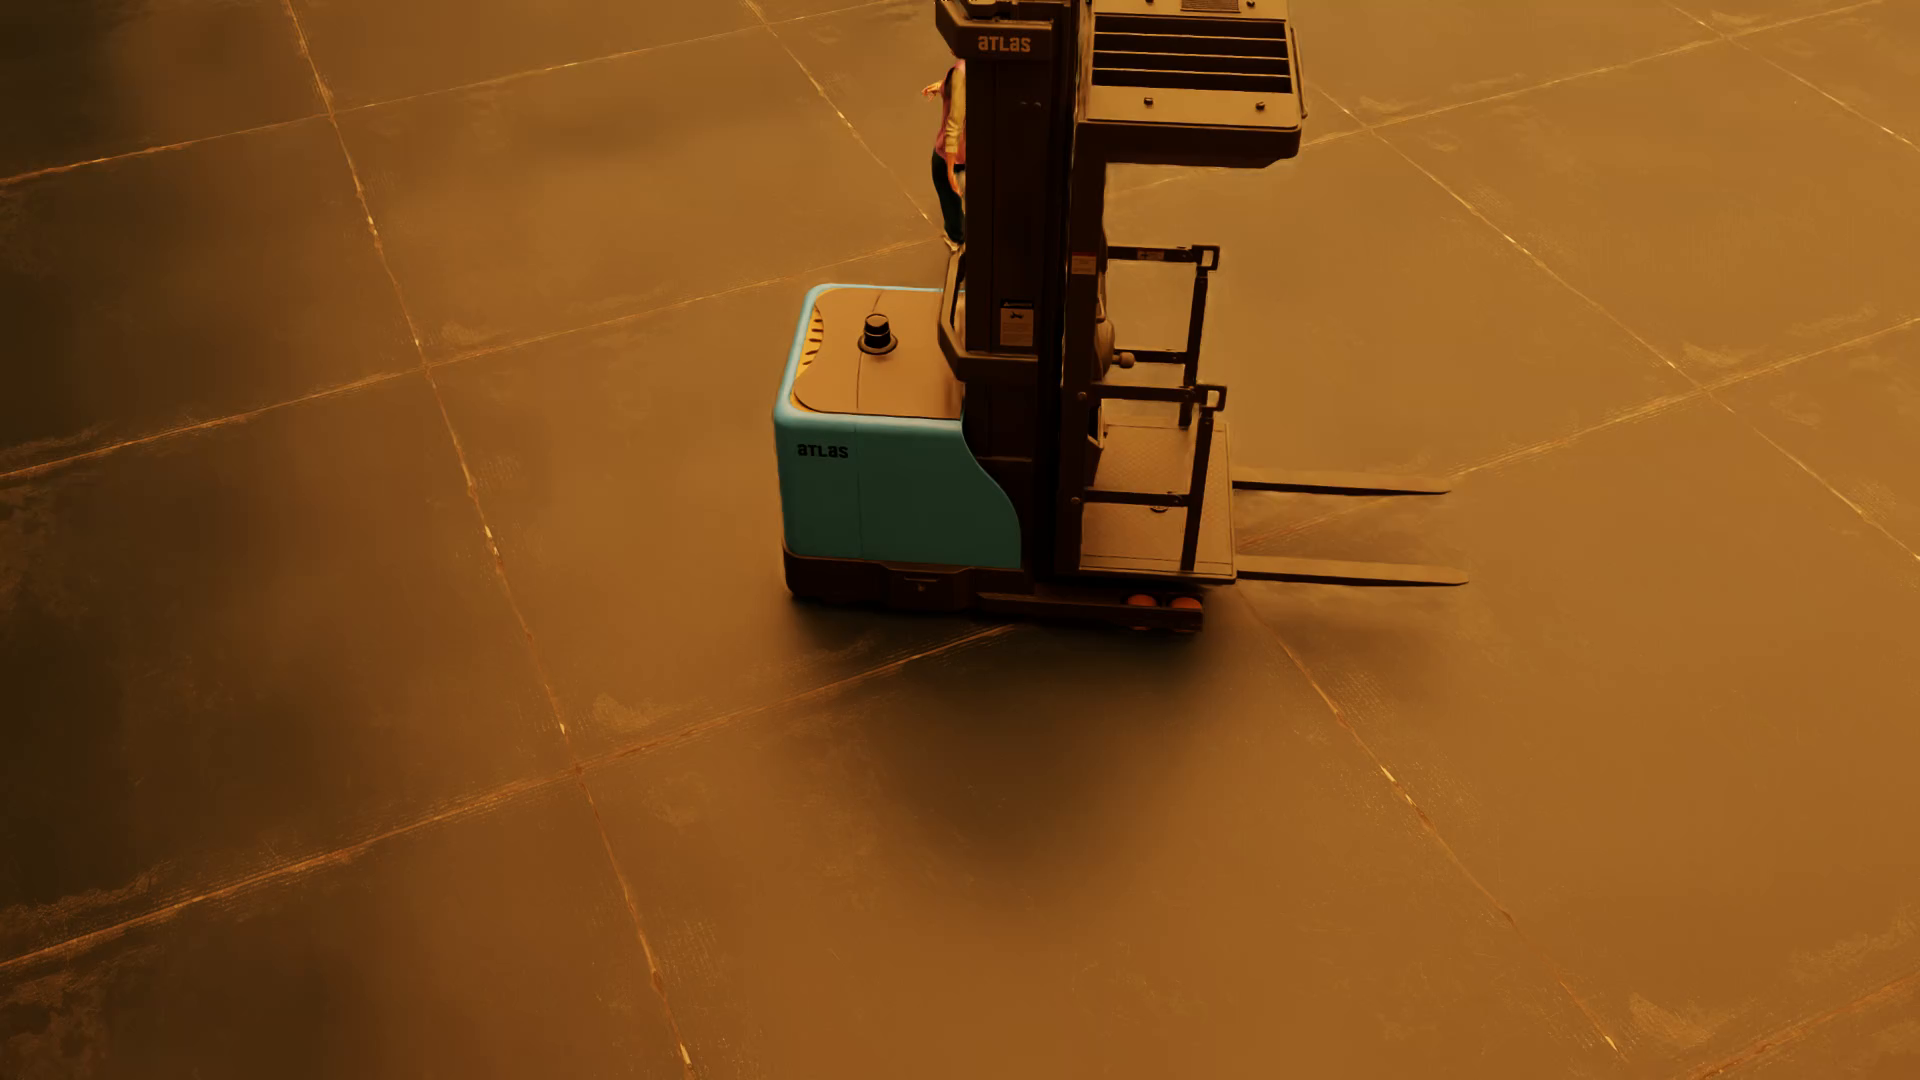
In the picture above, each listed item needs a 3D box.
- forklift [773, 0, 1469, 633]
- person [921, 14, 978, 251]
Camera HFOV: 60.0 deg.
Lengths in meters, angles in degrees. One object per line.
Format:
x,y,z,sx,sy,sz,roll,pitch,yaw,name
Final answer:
0.758,-1.038,6.793,3.031,2.935,1.130,3,43,4,forklift
0.040,-2.130,9.024,0.466,1.510,0.719,-16,45,-17,person
